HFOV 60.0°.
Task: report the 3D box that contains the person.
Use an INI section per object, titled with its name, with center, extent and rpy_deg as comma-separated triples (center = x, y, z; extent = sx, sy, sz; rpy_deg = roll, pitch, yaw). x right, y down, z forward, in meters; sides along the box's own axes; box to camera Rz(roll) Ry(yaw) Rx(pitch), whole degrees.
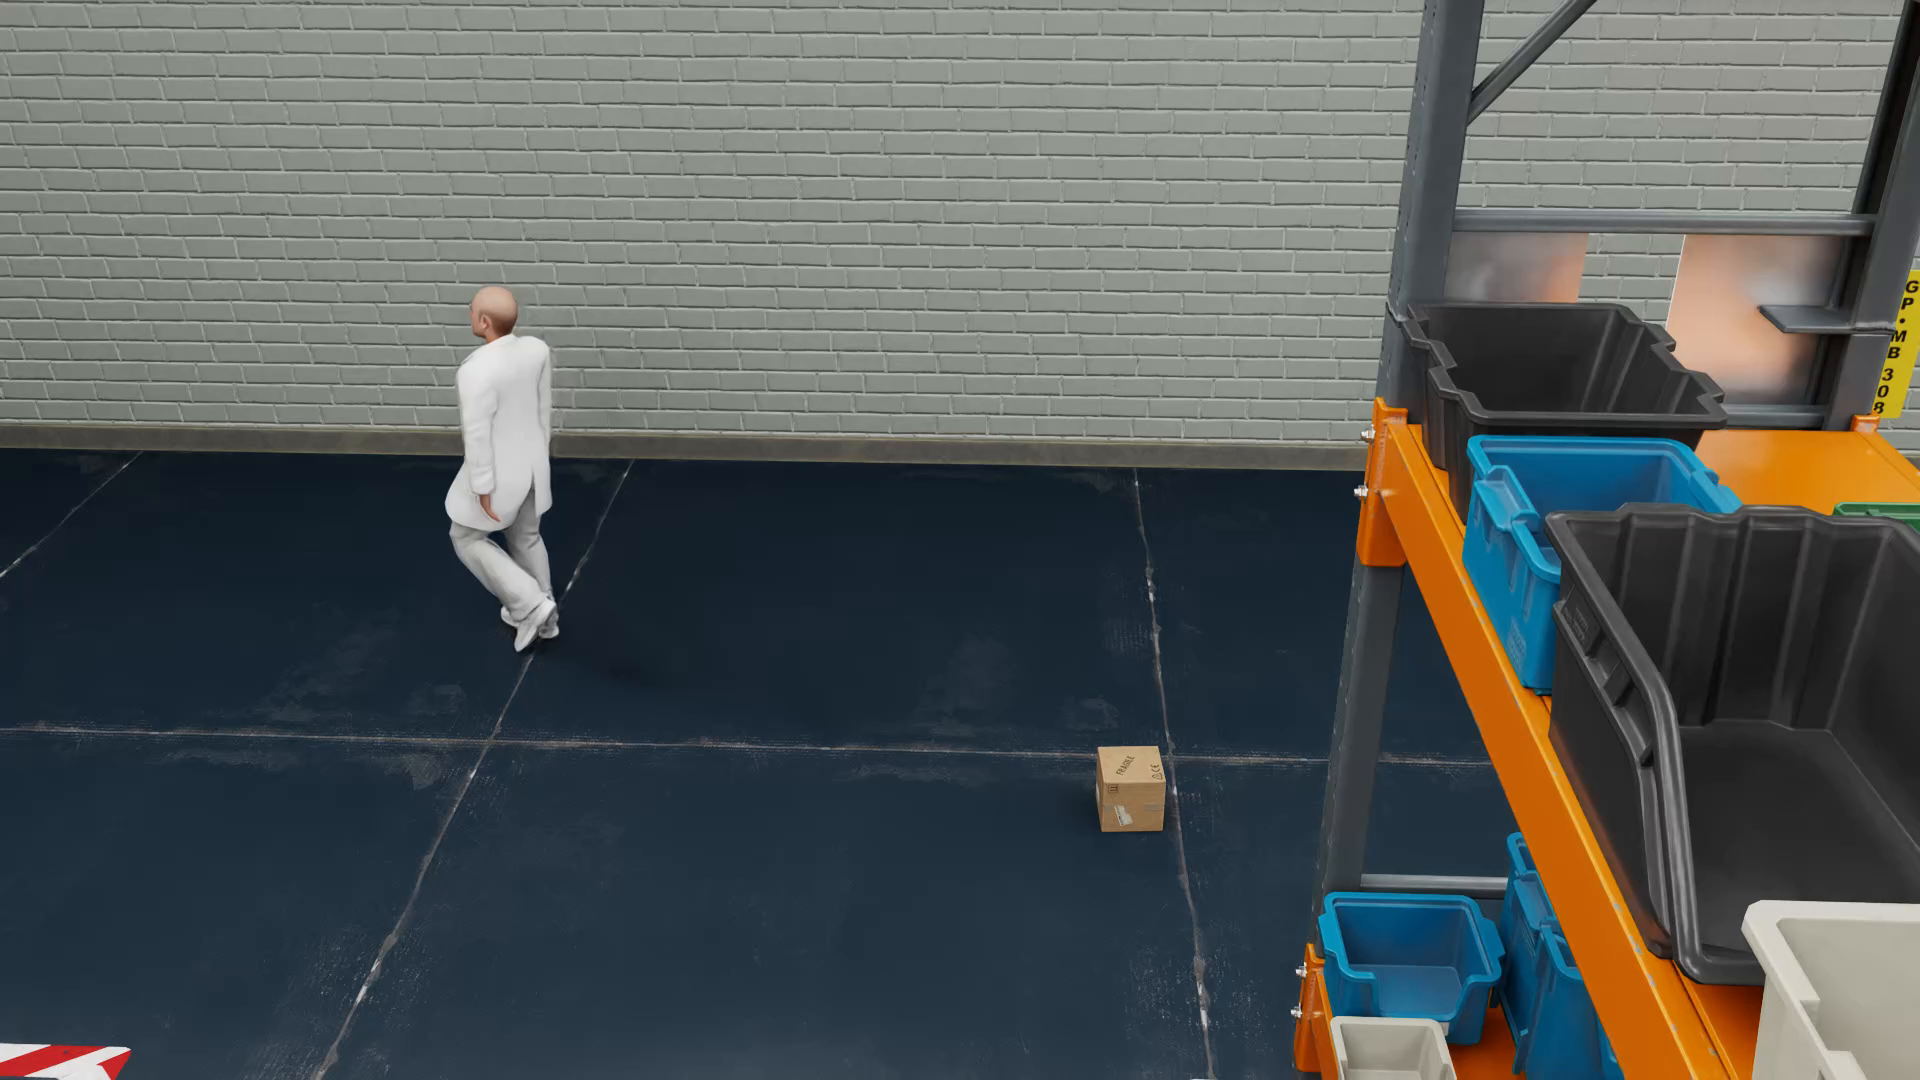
[person]
center = -2.092, -0.319, 7.702
extent = 0.529, 1.785, 0.577
rpy_deg = 14, 31, 26
